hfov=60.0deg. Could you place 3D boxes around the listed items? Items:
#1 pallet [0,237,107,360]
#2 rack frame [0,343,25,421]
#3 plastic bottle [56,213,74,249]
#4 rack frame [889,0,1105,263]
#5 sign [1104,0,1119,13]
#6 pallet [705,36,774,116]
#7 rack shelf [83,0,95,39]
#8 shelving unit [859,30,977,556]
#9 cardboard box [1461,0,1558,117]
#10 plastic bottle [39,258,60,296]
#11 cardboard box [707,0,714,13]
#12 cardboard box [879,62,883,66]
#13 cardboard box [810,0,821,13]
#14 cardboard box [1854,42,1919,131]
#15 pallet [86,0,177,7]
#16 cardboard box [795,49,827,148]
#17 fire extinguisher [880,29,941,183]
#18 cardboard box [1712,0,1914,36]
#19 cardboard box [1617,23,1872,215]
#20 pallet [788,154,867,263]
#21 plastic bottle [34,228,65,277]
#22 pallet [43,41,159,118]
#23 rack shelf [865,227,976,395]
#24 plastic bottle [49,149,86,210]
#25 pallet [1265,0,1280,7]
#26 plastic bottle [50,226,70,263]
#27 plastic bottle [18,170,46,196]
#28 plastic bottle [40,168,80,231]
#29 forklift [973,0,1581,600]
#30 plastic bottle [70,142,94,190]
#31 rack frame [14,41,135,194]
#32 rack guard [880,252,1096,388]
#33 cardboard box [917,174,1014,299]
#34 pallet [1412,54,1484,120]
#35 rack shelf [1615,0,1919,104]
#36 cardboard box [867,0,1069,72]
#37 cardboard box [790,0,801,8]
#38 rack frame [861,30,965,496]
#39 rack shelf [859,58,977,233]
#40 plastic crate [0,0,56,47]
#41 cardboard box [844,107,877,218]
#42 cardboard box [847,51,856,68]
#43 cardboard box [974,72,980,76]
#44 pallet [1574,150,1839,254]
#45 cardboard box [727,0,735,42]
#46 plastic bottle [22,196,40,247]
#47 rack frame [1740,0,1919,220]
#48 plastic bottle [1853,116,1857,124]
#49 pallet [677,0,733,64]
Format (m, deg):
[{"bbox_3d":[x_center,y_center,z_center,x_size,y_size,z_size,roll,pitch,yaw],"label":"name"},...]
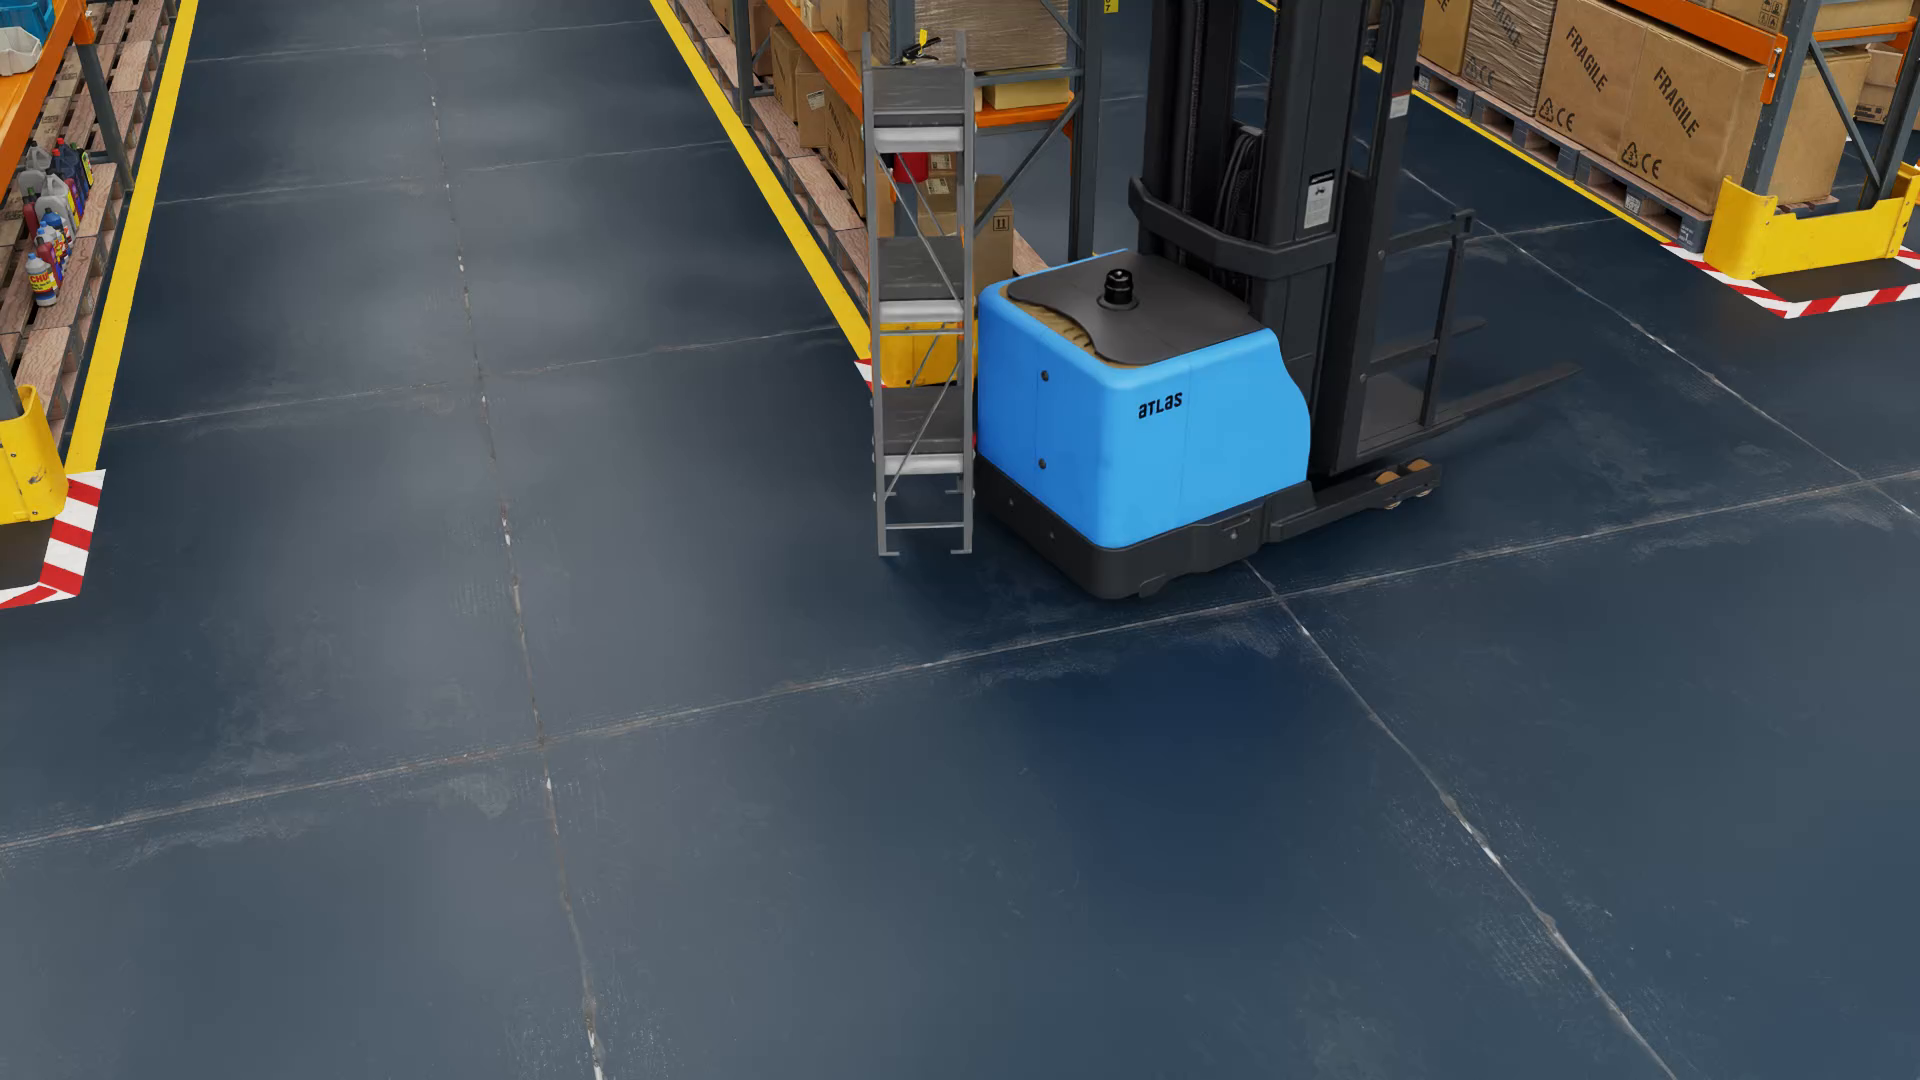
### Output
[{"bbox_3d":[-5.222,-1.249,8.949,1.003,0.211,1.213,-10,35,-15],"label":"pallet"},{"bbox_3d":[-4.543,-1.314,6.517,1.000,3.000,0.127,-10,35,-15],"label":"rack frame"},{"bbox_3d":[-5.027,-1.727,9.281,0.097,0.201,0.097,0,33,0],"label":"plastic bottle"},{"bbox_3d":[0.174,-2.147,7.778,1.000,3.000,0.127,-10,35,-15],"label":"rack frame"},{"bbox_3d":[0.690,-2.599,7.677,0.100,0.325,0.005,-10,35,-15],"label":"sign"},{"bbox_3d":[-1.285,-3.492,12.343,1.003,0.211,1.213,-10,35,-15],"label":"pallet"},{"bbox_3d":[-6.373,-4.164,11.483,1.077,0.370,4.000,-10,35,-15],"label":"rack shelf"},{"bbox_3d":[-0.165,-0.951,6.785,0.431,2.100,0.503,-2,34,-3],"label":"shelving unit"},{"bbox_3d":[4.112,-3.502,11.375,0.875,0.875,0.875,-10,35,-14],"label":"cardboard box"},{"bbox_3d":[-4.831,-1.389,8.770,0.097,0.201,0.097,0,33,0],"label":"plastic bottle"},{"bbox_3d":[-1.682,-4.554,13.289,0.700,0.500,0.500,-7,34,-11],"label":"cardboard box"},{"bbox_3d":[-0.185,-2.288,8.220,0.380,0.149,0.250,-10,35,-15],"label":"cardboard box"},{"bbox_3d":[-0.346,-3.118,8.887,0.875,0.500,0.500,-10,35,-15],"label":"cardboard box"},{"bbox_3d":[6.665,-3.268,11.739,0.637,0.503,0.797,19,38,26],"label":"cardboard box"},{"bbox_3d":[-7.264,-4.758,14.258,1.003,0.211,1.213,-10,35,-15],"label":"pallet"},{"bbox_3d":[-0.781,-2.863,10.748,0.500,0.500,0.500,0,33,1],"label":"cardboard box"},{"bbox_3d":[-0.230,-1.977,7.591,0.296,0.674,0.183,-10,35,-15],"label":"fire extinguisher"},{"bbox_3d":[4.772,-3.178,9.202,0.875,0.550,0.550,-10,35,-15],"label":"cardboard box"},{"bbox_3d":[4.658,-2.561,9.952,0.875,0.875,0.875,-10,35,-14],"label":"cardboard box"},{"bbox_3d":[-0.432,-2.095,10.229,1.003,0.211,1.213,-10,35,-15],"label":"pallet"},{"bbox_3d":[-4.904,-1.543,8.941,0.097,0.271,0.097,0,33,0],"label":"plastic bottle"},{"bbox_3d":[-6.416,-3.298,12.050,1.003,0.211,1.213,-10,35,-15],"label":"pallet"},{"bbox_3d":[-0.165,-0.940,6.792,0.431,0.518,0.480,-2,34,-3],"label":"rack shelf"},{"bbox_3d":[-5.234,-2.102,9.714,0.144,0.351,0.185,-12,35,-17],"label":"plastic bottle"},{"bbox_3d":[3.025,-4.899,14.472,1.003,0.211,1.213,-10,35,-15],"label":"pallet"},{"bbox_3d":[-4.965,-1.619,9.118,0.097,0.201,0.097,0,33,0],"label":"plastic bottle"},{"bbox_3d":[-5.367,-2.033,9.677,0.152,0.276,0.135,-10,35,-15],"label":"plastic bottle"},{"bbox_3d":[-5.135,-1.932,9.457,0.144,0.351,0.185,-10,35,-15],"label":"plastic bottle"},{"bbox_3d":[1.580,-1.588,6.995,3.031,2.935,1.130,-19,38,-26],"label":"forklift"},{"bbox_3d":[-5.302,-2.267,10.025,0.061,0.283,0.133,-8,34,-12],"label":"plastic bottle"},{"bbox_3d":[-5.763,-3.414,9.696,1.000,3.000,0.127,-10,35,-15],"label":"rack frame"},{"bbox_3d":[0.151,-1.144,8.527,1.175,0.500,0.348,-10,35,-15],"label":"rack guard"},{"bbox_3d":[-0.001,-1.610,8.852,0.500,0.500,0.500,-4,34,-6],"label":"cardboard box"},{"bbox_3d":[3.865,-3.452,12.283,1.003,0.211,1.213,-10,35,-15],"label":"pallet"},{"bbox_3d":[4.318,-3.678,10.747,1.077,0.370,4.000,-10,35,-15],"label":"rack shelf"},{"bbox_3d":[0.032,-2.606,8.112,0.875,0.500,0.500,-10,35,-15],"label":"cardboard box"},{"bbox_3d":[-0.797,-3.193,9.590,0.380,0.149,0.250,-10,35,-15],"label":"cardboard box"},{"bbox_3d":[-0.179,-1.085,6.988,0.400,2.100,0.015,-2,34,-3],"label":"rack frame"},{"bbox_3d":[-0.165,-1.524,6.406,0.431,0.518,0.480,-2,34,-3],"label":"rack shelf"},{"bbox_3d":[-5.167,-2.817,8.926,0.499,0.251,0.616,-10,35,-15],"label":"plastic crate"},{"bbox_3d":[-0.389,-2.250,9.820,0.500,0.500,0.500,-7,34,-10],"label":"cardboard box"},{"bbox_3d":[-0.372,-2.545,8.608,0.380,0.149,0.250,-10,35,-15],"label":"cardboard box"},{"bbox_3d":[0.256,-2.366,8.338,0.380,0.149,0.250,-10,35,-15],"label":"cardboard box"},{"bbox_3d":[4.610,-2.171,10.344,1.003,0.211,1.213,-10,35,-15],"label":"pallet"},{"bbox_3d":[-1.341,-3.967,12.401,0.700,0.500,0.500,-10,35,-15],"label":"cardboard box"},{"bbox_3d":[-5.191,-1.800,9.318,0.061,0.283,0.133,-10,35,-15],"label":"plastic bottle"},{"bbox_3d":[4.928,-2.928,8.960,1.000,3.000,0.127,-10,35,-15],"label":"rack frame"},{"bbox_3d":[6.142,-2.978,11.701,0.133,0.061,0.283,-23,40,-31],"label":"plastic bottle"},{"bbox_3d":[-1.661,-4.134,13.314,1.003,0.211,1.213,-10,35,-15],"label":"pallet"}]
